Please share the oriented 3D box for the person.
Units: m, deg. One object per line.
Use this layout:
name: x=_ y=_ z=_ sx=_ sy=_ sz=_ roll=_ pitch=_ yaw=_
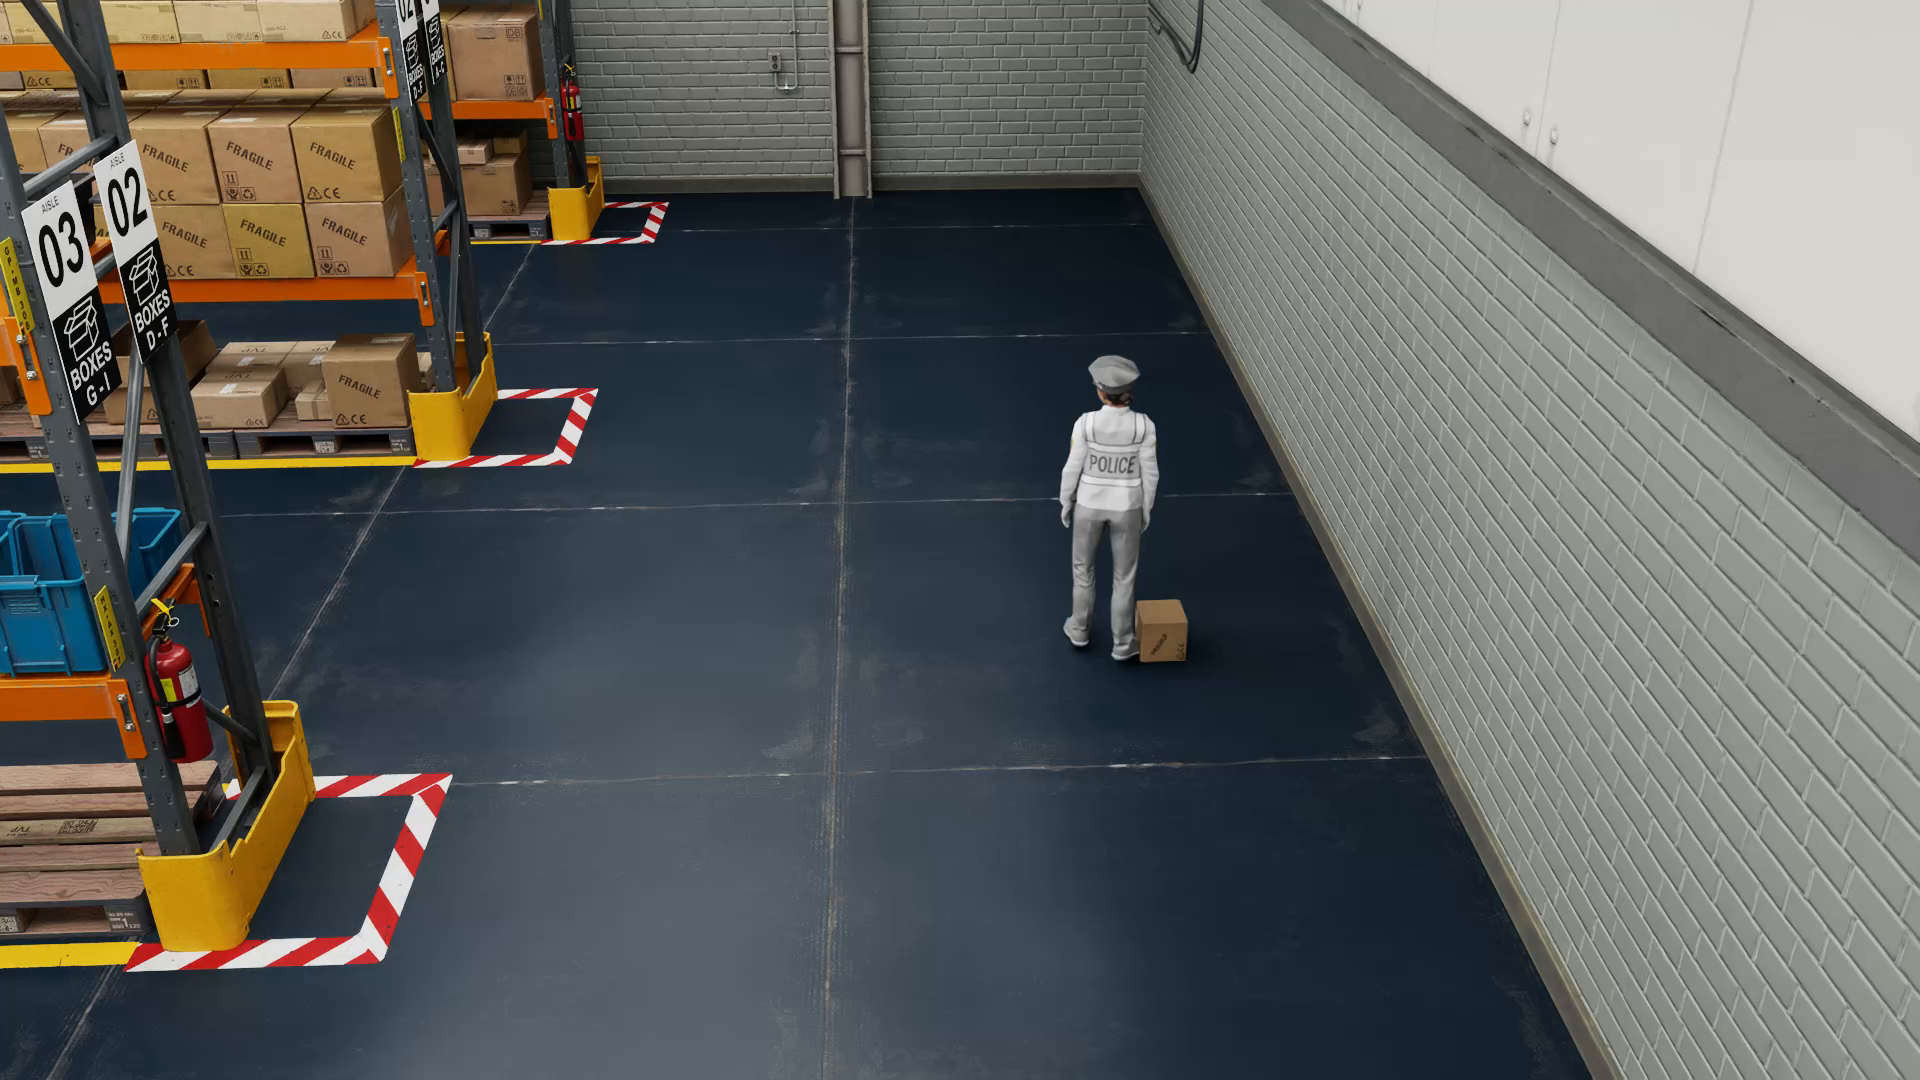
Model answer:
person: x=0.792 y=-0.165 z=8.872 sx=0.520 sy=1.675 sz=0.411 roll=3 pitch=28 yaw=6
